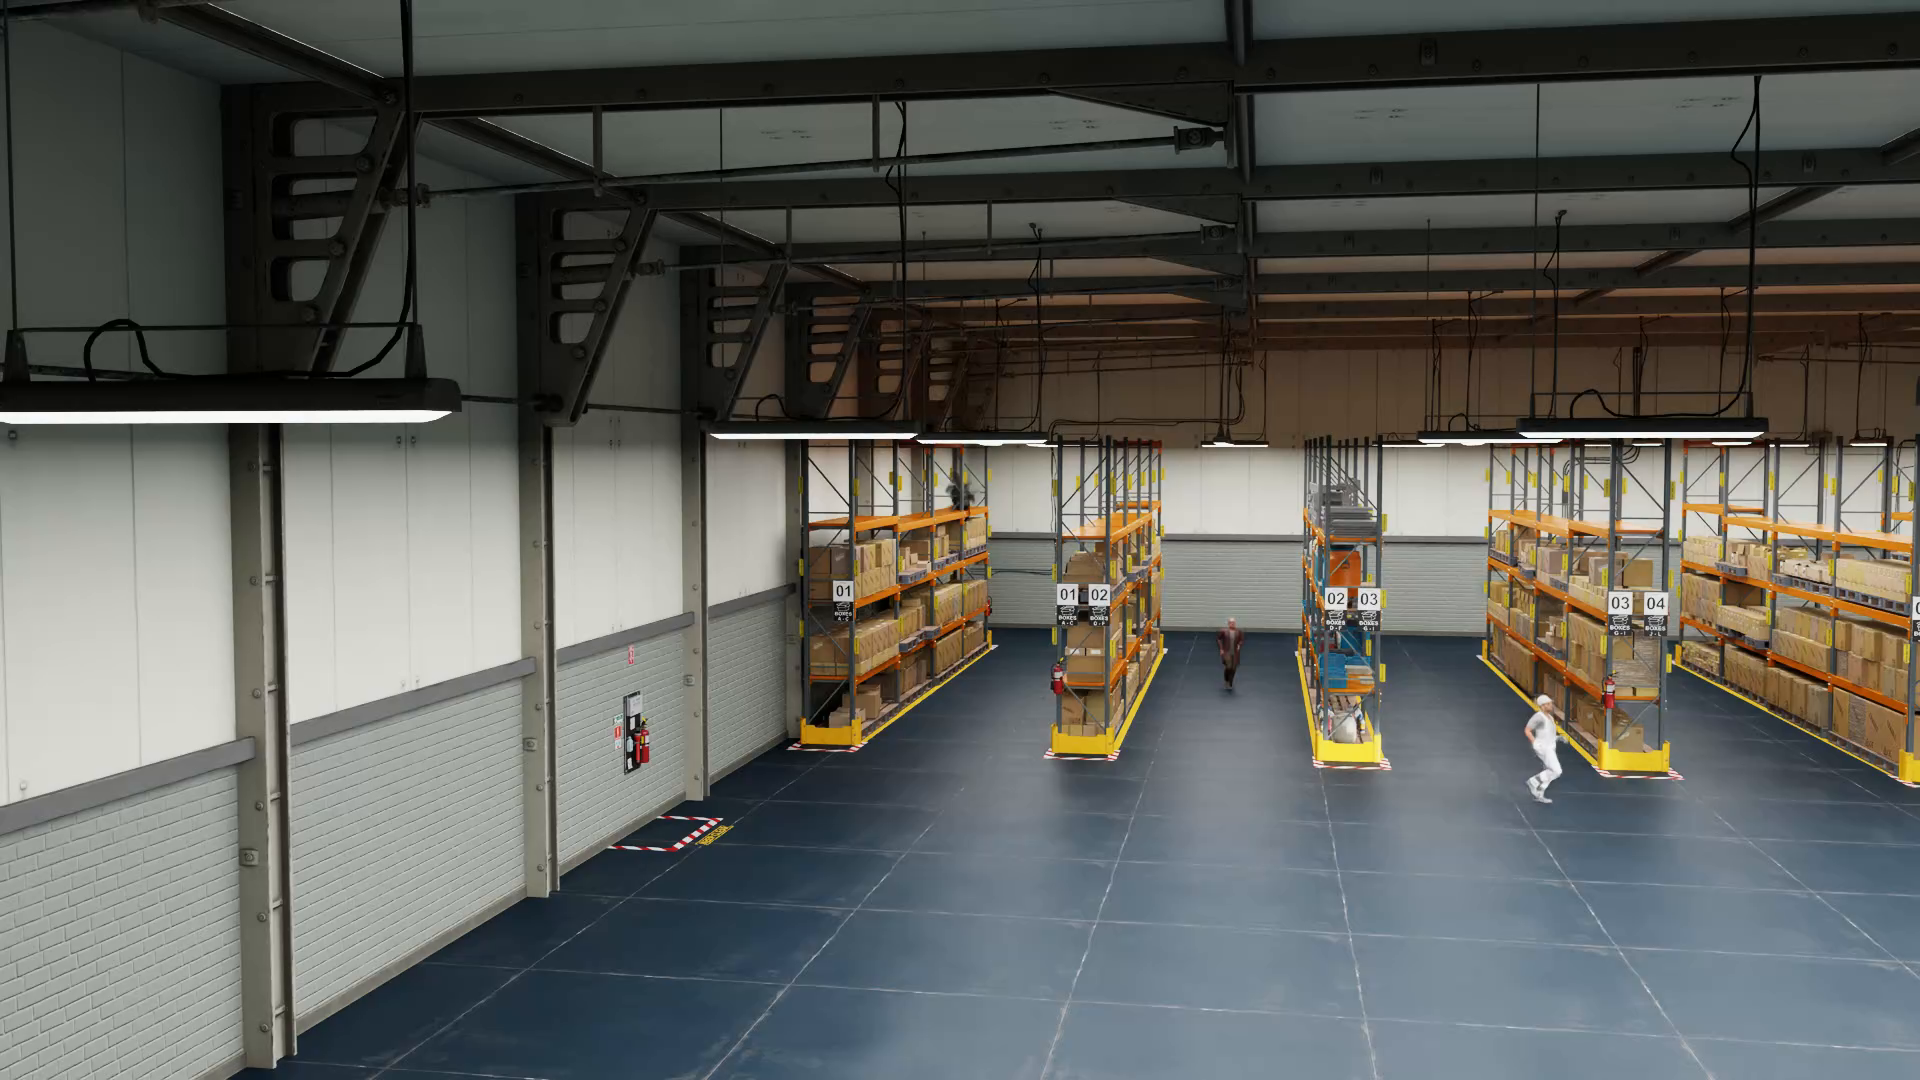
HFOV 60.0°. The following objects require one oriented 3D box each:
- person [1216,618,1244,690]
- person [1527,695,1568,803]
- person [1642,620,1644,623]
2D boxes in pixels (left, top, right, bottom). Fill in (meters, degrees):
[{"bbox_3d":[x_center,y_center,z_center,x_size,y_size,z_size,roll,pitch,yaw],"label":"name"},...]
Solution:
[{"bbox_3d":[6.440,2.711,39.518,0.627,1.723,0.760,0,3,-5],"label":"person"},{"bbox_3d":[9.487,3.394,26.900,0.580,1.740,0.547,3,4,39],"label":"person"},{"bbox_3d":[18.858,2.441,45.464,0.558,1.649,0.696,-1,3,-20],"label":"person"}]
